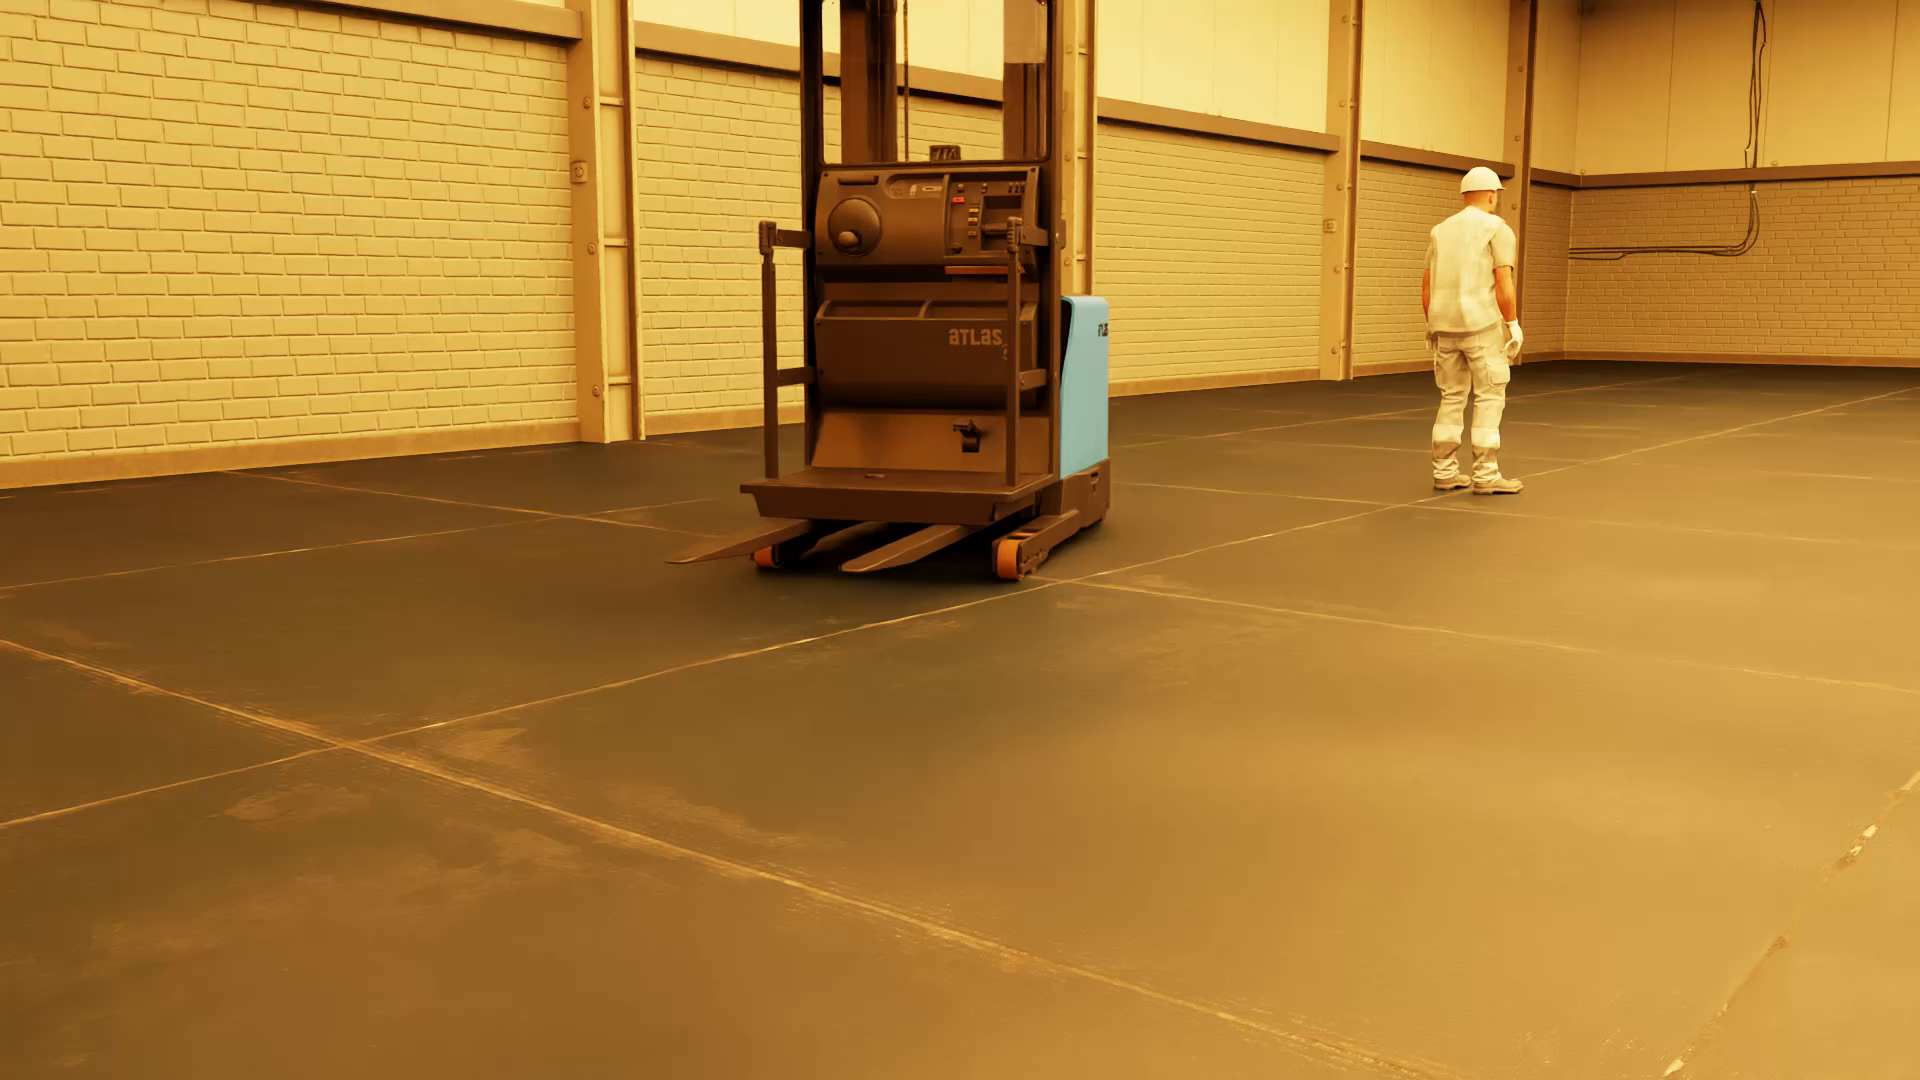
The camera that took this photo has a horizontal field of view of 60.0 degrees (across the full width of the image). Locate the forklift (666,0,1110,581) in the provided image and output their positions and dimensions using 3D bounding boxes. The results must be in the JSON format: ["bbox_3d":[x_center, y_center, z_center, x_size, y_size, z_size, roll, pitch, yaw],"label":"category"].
[{"bbox_3d":[-0.198,-1.355,6.545,1.130,2.935,3.031,3,9,17],"label":"forklift"}]

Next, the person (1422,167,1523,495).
[{"bbox_3d":[2.830,-1.158,9.193,0.451,1.778,0.612,-6,10,-36],"label":"person"}]
